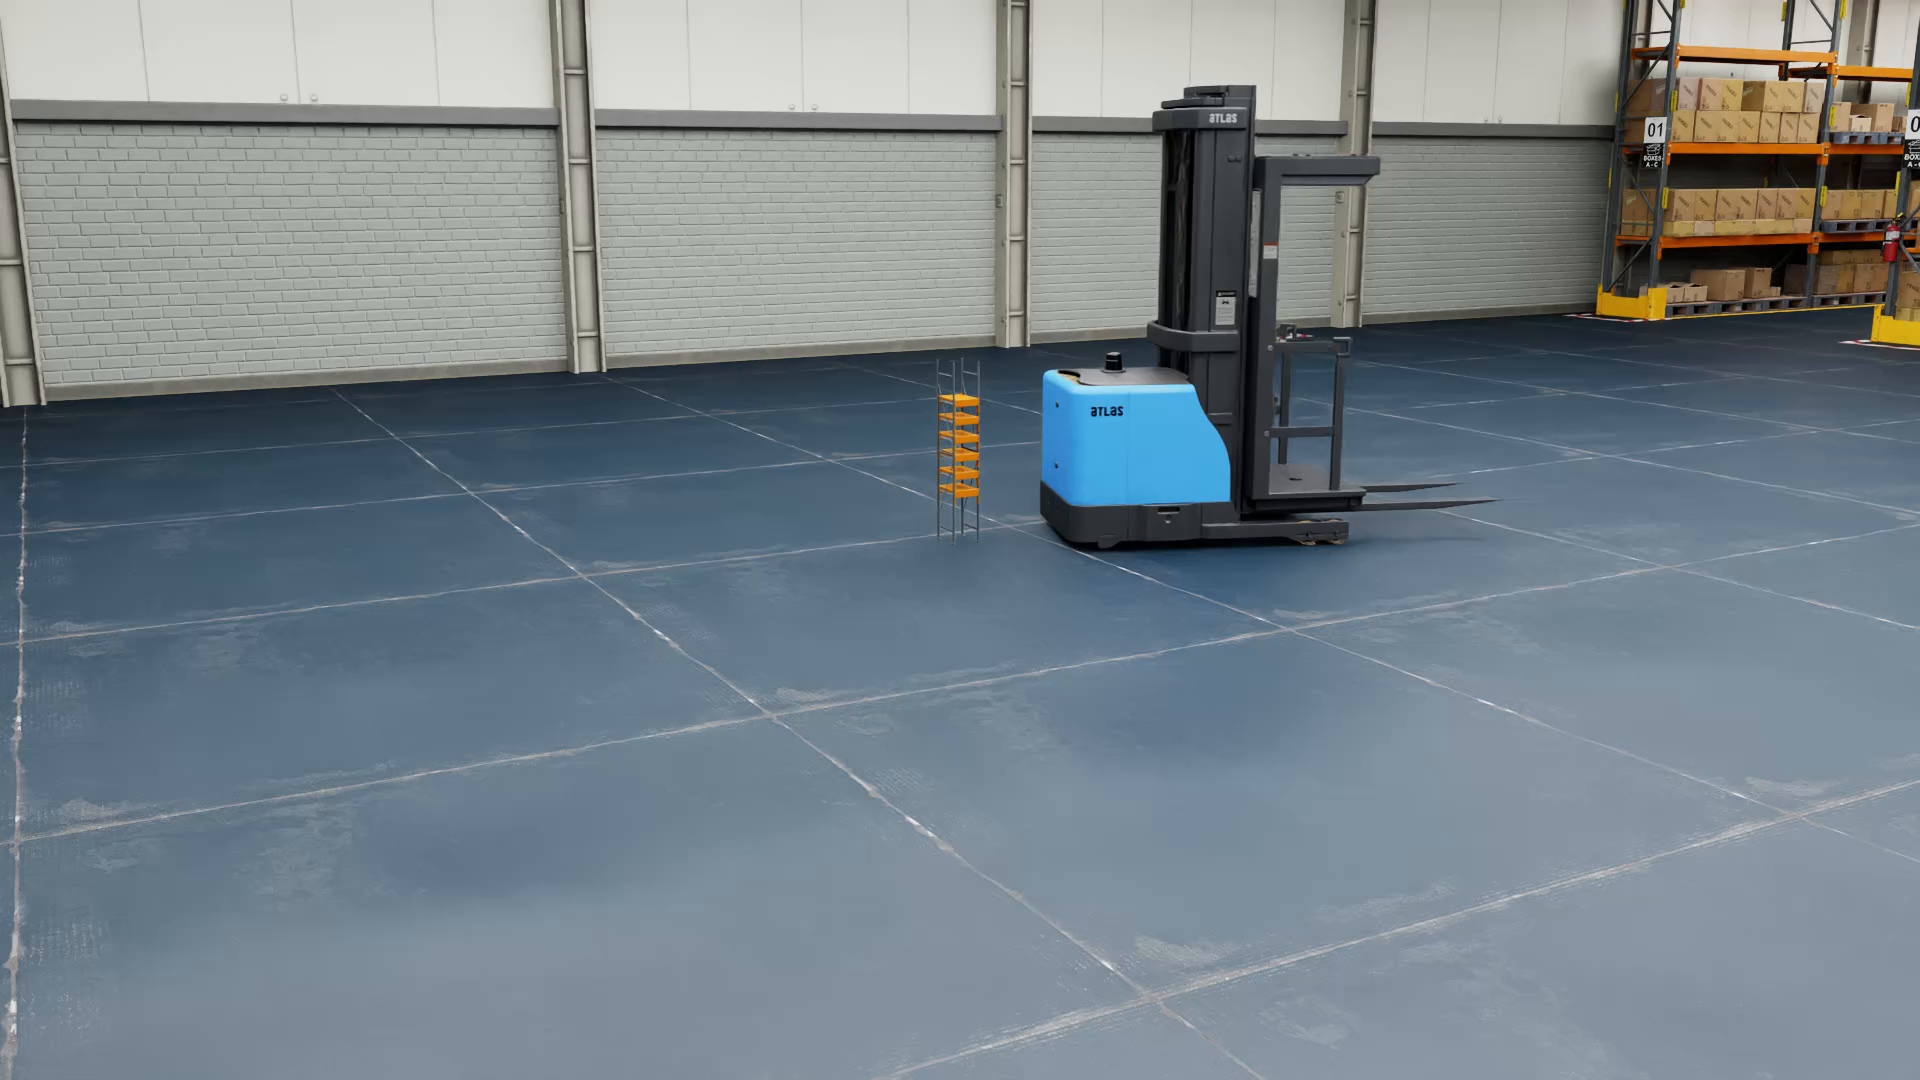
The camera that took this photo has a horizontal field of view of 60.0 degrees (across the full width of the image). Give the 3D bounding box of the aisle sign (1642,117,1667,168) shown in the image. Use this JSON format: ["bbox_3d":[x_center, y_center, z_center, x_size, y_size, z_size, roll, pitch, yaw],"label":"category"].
[{"bbox_3d":[11.140,-6.376,26.689,0.004,0.787,0.394,-7,14,-28],"label":"aisle sign"}]

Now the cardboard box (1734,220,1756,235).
[{"bbox_3d":[12.984,-5.263,27.957,0.500,0.250,0.500,-7,14,-27],"label":"cardboard box"}]

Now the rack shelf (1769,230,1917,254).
[{"bbox_3d":[16.326,-5.454,30.148,4.000,0.370,1.077,-7,14,-28],"label":"rack shelf"}]

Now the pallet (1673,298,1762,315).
[{"bbox_3d":[12.926,-4.027,28.522,1.213,0.211,1.003,-7,14,-28],"label":"pallet"}]

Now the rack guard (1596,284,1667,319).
[{"bbox_3d":[11.126,-3.962,27.575,0.348,0.500,1.175,-7,14,-28],"label":"rack guard"}]

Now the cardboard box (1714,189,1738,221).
[{"bbox_3d":[12.518,-5.571,27.621,0.500,0.500,0.500,-7,15,-30],"label":"cardboard box"}]

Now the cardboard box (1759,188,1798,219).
[{"bbox_3d":[13.868,-5.734,28.342,0.500,0.500,0.500,-7,14,-28],"label":"cardboard box"}]

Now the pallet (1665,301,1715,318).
[{"bbox_3d":[11.856,-3.900,27.956,1.213,0.211,1.003,-7,14,-28],"label":"pallet"}]

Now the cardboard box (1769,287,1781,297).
[{"bbox_3d":[14.115,-4.364,29.121,0.250,0.166,0.380,-9,16,-35],"label":"cardboard box"}]

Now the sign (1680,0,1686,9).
[{"bbox_3d":[11.319,-8.490,26.030,0.005,0.325,0.100,-7,14,-28],"label":"sign"}]

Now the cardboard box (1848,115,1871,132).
[{"bbox_3d":[15.629,-7.326,29.244,0.500,0.311,0.500,-6,14,-26],"label":"cardboard box"}]

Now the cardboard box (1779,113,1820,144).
[{"bbox_3d":[14.243,-7.015,28.343,0.500,0.500,0.500,-6,14,-26],"label":"cardboard box"}]

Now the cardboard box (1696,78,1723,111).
[{"bbox_3d":[11.978,-7.220,26.976,0.500,0.500,0.500,-7,14,-29],"label":"cardboard box"}]

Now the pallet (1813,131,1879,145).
[{"bbox_3d":[15.163,-7.010,29.023,1.003,0.211,1.213,-7,14,-28],"label":"pallet"}]

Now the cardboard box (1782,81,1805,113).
[{"bbox_3d":[13.782,-7.439,27.949,0.500,0.500,0.500,-6,14,-25],"label":"cardboard box"}]

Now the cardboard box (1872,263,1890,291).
[{"bbox_3d":[16.544,-4.835,30.451,0.500,0.500,0.700,-7,14,-28],"label":"cardboard box"}]

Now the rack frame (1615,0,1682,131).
[{"bbox_3d":[11.059,-8.100,26.606,0.127,3.000,1.000,-7,14,-28],"label":"rack frame"}]

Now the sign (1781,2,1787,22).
[{"bbox_3d":[14.299,-9.160,28.828,0.005,0.325,0.100,-7,14,-28],"label":"sign"}]

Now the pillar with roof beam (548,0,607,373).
[{"bbox_3d":[-2.477,-5.617,15.573,0.400,9.000,9.100,-7,14,-28],"label":"pillar with roof beam"}]

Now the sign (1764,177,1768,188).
[{"bbox_3d":[14.301,-6.266,29.481,0.005,0.325,0.100,-7,14,-28],"label":"sign"}]

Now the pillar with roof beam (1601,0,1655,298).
[{"bbox_3d":[13.322,-7.511,23.987,0.400,9.000,9.100,-7,14,-28],"label":"pillar with roof beam"}]

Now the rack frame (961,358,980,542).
[{"bbox_3d":[0.068,-0.593,11.013,0.006,1.200,0.240,-7,14,-28],"label":"rack frame"}]

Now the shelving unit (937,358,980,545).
[{"bbox_3d":[-0.013,-0.584,10.971,0.189,1.200,0.258,-7,14,-28],"label":"shelving unit"}]

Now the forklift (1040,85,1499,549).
[{"bbox_3d":[2.120,-1.505,11.122,3.031,2.935,1.130,-2,13,-9],"label":"forklift"}]

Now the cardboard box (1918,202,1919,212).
[{"bbox_3d":[13.680,-4.661,23.284,0.250,0.149,0.380,-7,15,-29],"label":"cardboard box"}]

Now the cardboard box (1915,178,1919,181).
[{"bbox_3d":[18.355,-6.682,31.310,0.500,0.250,0.500,-6,14,-26],"label":"cardboard box"}]

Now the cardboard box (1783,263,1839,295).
[{"bbox_3d":[15.208,-4.670,29.719,0.500,0.500,0.700,-6,14,-26],"label":"cardboard box"}]

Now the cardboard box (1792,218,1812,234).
[{"bbox_3d":[14.300,-5.422,28.668,0.500,0.250,0.500,-7,14,-28],"label":"cardboard box"}]

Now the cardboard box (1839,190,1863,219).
[{"bbox_3d":[15.527,-5.962,29.539,0.500,0.500,0.700,-5,14,-22],"label":"cardboard box"}]

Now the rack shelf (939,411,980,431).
[{"bbox_3d":[-0.013,-0.775,10.928,0.180,0.103,0.258,-7,14,-28],"label":"rack shelf"}]

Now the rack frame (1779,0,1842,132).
[{"bbox_3d":[14.570,-8.521,28.476,0.127,3.000,1.000,-7,14,-28],"label":"rack frame"}]

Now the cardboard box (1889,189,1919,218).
[{"bbox_3d":[17.196,-6.163,30.432,0.500,0.500,0.700,-8,15,-33],"label":"cardboard box"}]

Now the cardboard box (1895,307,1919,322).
[{"bbox_3d":[13.765,-3.196,23.784,0.500,0.250,0.500,-7,14,-28],"label":"cardboard box"}]

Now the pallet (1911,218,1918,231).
[{"bbox_3d":[17.507,-5.826,30.601,1.003,0.211,1.213,-7,14,-28],"label":"pallet"}]

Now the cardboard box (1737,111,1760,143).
[{"bbox_3d":[12.875,-6.848,27.600,0.500,0.500,0.500,-6,14,-24],"label":"cardboard box"}]

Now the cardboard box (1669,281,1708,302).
[{"bbox_3d":[12.210,-4.192,28.024,0.500,0.311,0.500,-6,14,-23],"label":"cardboard box"}]

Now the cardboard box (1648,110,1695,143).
[{"bbox_3d":[11.473,-6.682,26.864,0.500,0.500,0.500,-6,14,-26],"label":"cardboard box"}]

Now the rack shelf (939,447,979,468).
[{"bbox_3d":[-0.013,-0.540,10.980,0.180,0.103,0.258,-7,14,-28],"label":"rack shelf"}]

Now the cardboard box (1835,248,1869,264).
[{"bbox_3d":[16.048,-5.138,30.092,0.500,0.250,0.500,-7,15,-29],"label":"cardboard box"}]

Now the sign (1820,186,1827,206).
[{"bbox_3d":[14.837,-5.913,28.578,0.005,0.325,0.100,-7,14,-28],"label":"sign"}]

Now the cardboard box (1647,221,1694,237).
[{"bbox_3d":[11.640,-5.100,27.235,0.500,0.250,0.500,-7,15,-29],"label":"cardboard box"}]

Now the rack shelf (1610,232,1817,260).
[{"bbox_3d":[12.815,-5.033,28.278,4.000,0.370,1.077,-7,14,-28],"label":"rack shelf"}]
